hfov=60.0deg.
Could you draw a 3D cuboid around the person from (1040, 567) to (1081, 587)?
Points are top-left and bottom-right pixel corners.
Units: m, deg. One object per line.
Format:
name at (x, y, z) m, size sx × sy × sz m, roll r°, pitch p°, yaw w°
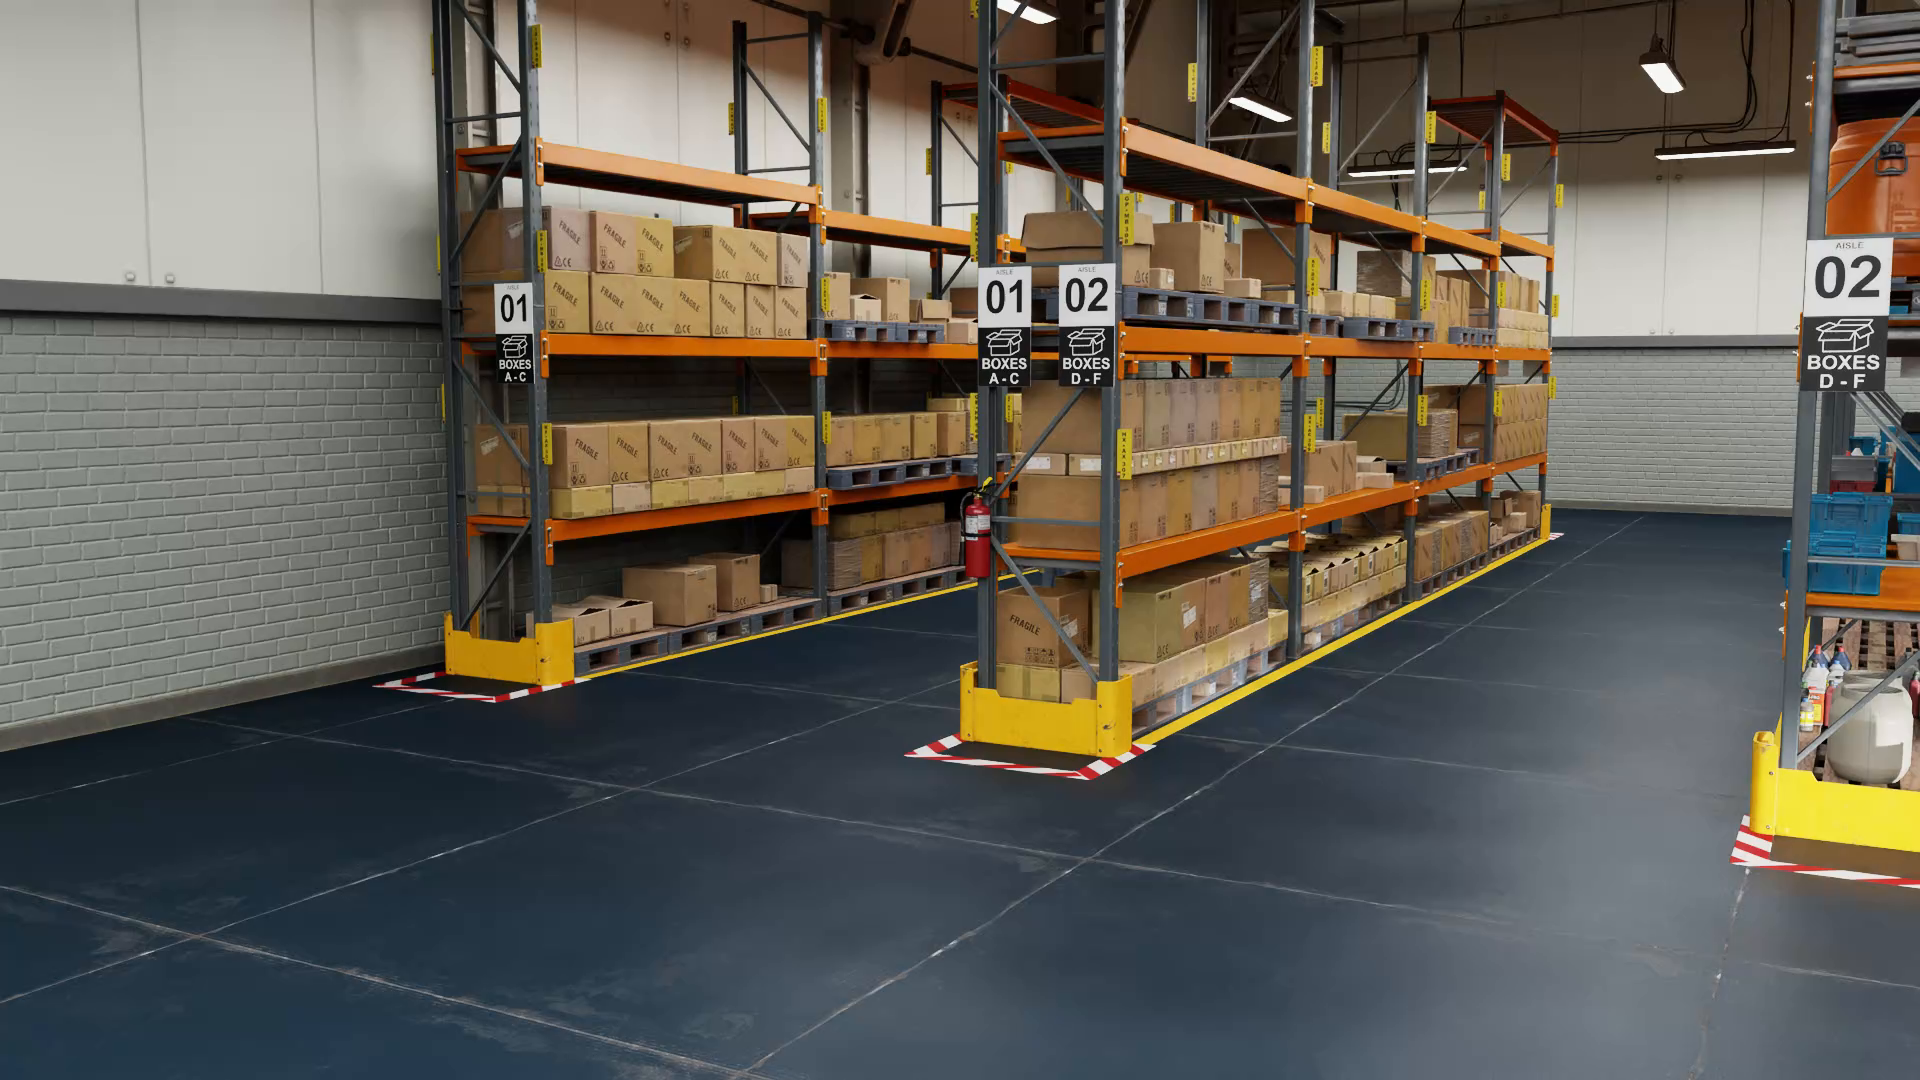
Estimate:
person at (1.051, 0.161, 17.569) m, size 0.607 × 1.133 × 0.856 m, roll 3°, pitch 7°, yaw 28°
